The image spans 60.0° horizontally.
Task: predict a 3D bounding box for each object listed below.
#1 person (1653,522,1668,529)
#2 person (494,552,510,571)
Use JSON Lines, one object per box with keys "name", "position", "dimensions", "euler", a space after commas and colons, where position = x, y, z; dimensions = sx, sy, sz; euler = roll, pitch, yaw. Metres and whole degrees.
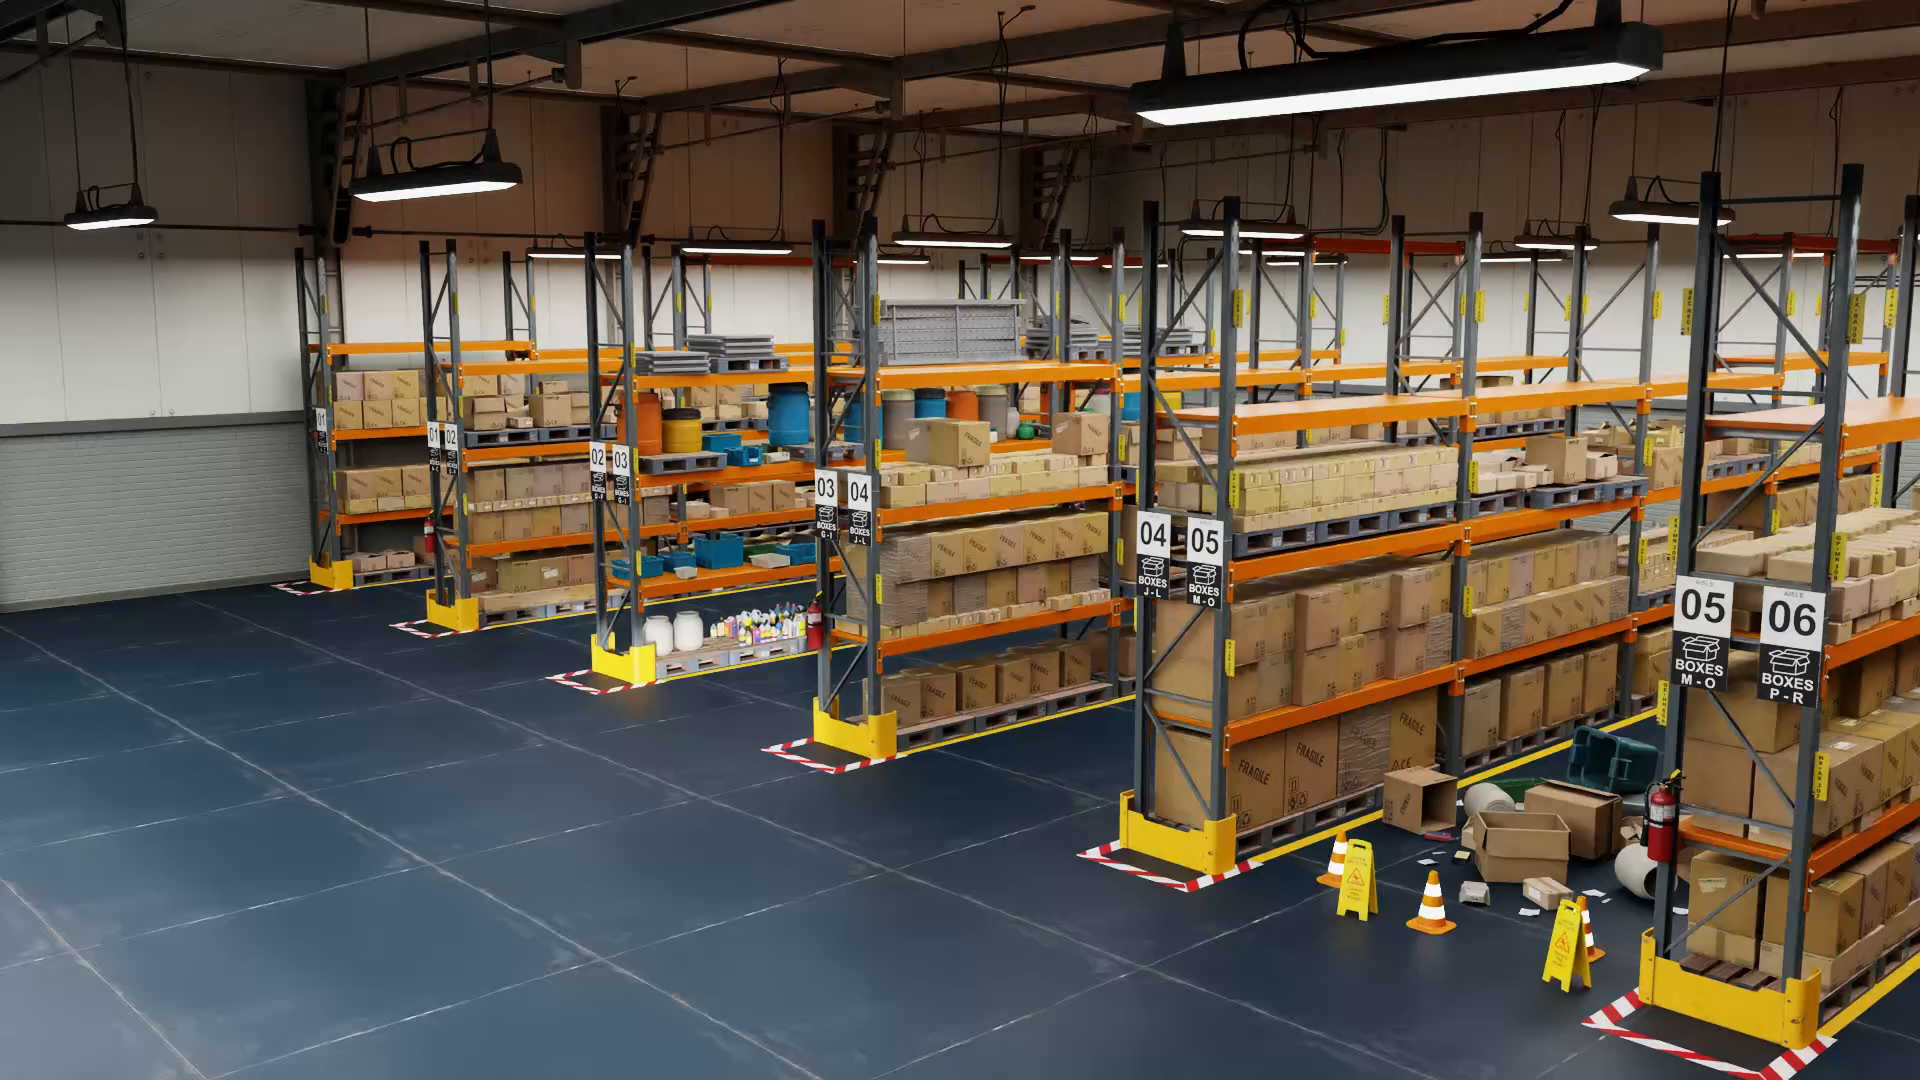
{"name": "person", "position": [10.835, 0.551, 25.839], "dimensions": [0.653, 1.671, 0.580], "euler": [-7, 11, -40]}
{"name": "person", "position": [-7.905, 0.088, 28.883], "dimensions": [0.651, 1.739, 0.906], "euler": [3, 9, 21]}
